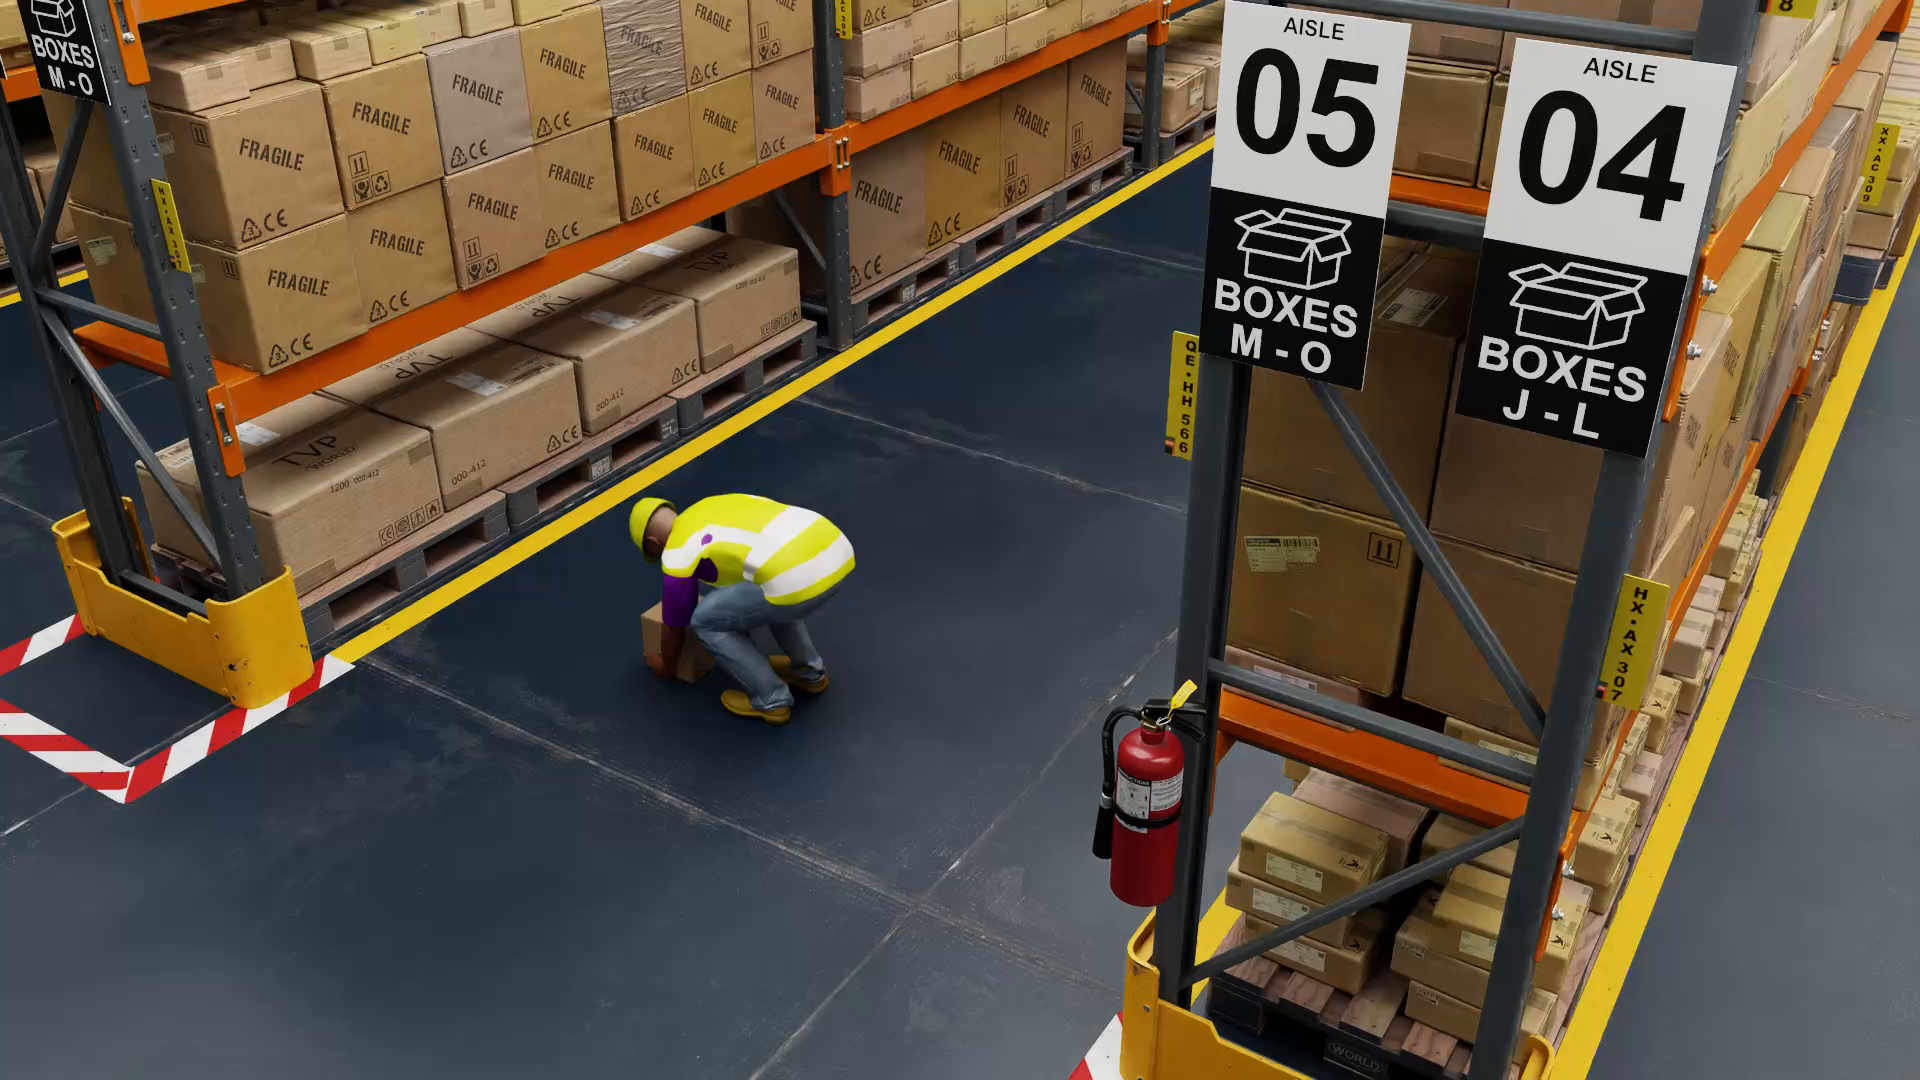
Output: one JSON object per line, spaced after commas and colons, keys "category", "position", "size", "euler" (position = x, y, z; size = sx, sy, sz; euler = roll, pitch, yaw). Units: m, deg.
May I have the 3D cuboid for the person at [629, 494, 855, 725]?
{"category": "person", "position": [-0.892, 0.233, 6.626], "size": [0.980, 0.874, 0.513], "euler": [16, 34, 26]}
